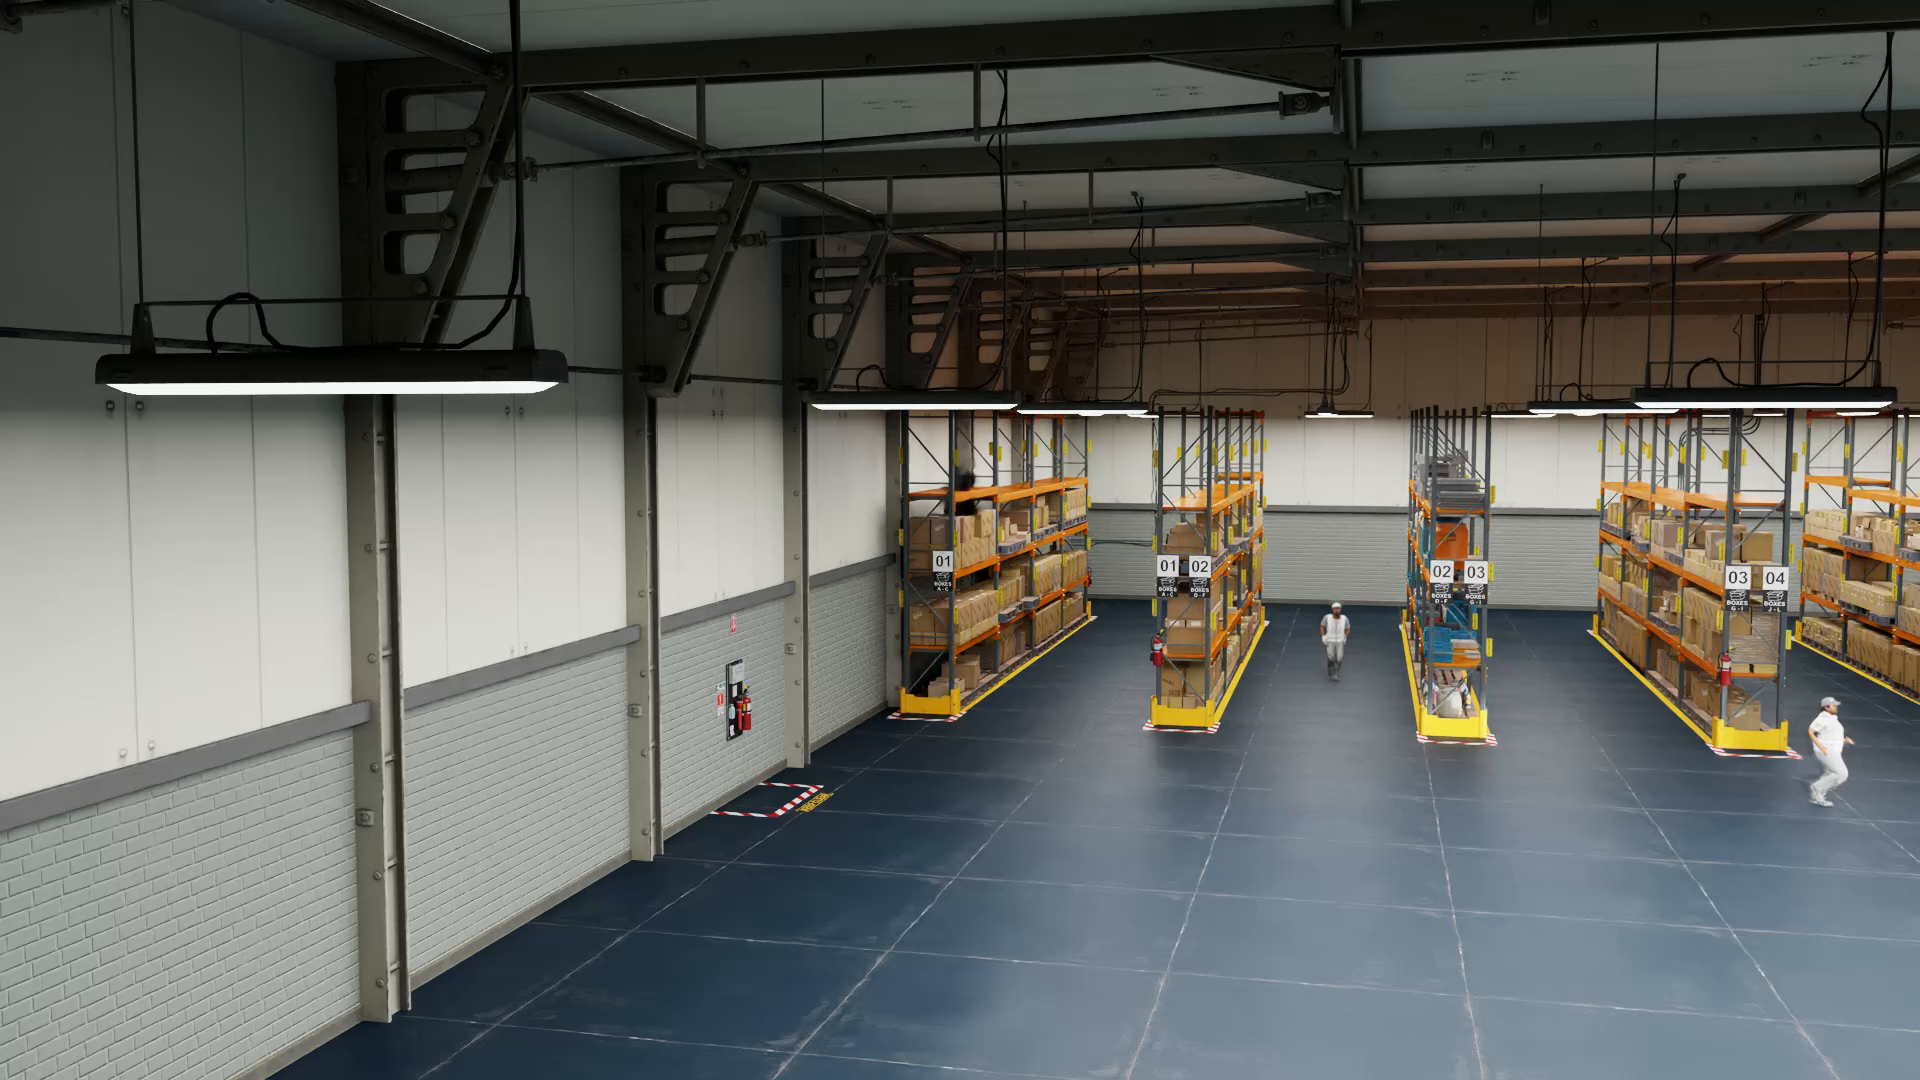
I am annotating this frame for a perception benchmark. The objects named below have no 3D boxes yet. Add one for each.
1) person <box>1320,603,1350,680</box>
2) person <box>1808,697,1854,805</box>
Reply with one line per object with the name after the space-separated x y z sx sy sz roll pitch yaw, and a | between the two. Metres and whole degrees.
8.279 2.237 36.640 0.631 1.715 0.601 0 4 5 | person
12.906 3.139 24.614 0.557 1.622 0.593 3 5 39 | person
